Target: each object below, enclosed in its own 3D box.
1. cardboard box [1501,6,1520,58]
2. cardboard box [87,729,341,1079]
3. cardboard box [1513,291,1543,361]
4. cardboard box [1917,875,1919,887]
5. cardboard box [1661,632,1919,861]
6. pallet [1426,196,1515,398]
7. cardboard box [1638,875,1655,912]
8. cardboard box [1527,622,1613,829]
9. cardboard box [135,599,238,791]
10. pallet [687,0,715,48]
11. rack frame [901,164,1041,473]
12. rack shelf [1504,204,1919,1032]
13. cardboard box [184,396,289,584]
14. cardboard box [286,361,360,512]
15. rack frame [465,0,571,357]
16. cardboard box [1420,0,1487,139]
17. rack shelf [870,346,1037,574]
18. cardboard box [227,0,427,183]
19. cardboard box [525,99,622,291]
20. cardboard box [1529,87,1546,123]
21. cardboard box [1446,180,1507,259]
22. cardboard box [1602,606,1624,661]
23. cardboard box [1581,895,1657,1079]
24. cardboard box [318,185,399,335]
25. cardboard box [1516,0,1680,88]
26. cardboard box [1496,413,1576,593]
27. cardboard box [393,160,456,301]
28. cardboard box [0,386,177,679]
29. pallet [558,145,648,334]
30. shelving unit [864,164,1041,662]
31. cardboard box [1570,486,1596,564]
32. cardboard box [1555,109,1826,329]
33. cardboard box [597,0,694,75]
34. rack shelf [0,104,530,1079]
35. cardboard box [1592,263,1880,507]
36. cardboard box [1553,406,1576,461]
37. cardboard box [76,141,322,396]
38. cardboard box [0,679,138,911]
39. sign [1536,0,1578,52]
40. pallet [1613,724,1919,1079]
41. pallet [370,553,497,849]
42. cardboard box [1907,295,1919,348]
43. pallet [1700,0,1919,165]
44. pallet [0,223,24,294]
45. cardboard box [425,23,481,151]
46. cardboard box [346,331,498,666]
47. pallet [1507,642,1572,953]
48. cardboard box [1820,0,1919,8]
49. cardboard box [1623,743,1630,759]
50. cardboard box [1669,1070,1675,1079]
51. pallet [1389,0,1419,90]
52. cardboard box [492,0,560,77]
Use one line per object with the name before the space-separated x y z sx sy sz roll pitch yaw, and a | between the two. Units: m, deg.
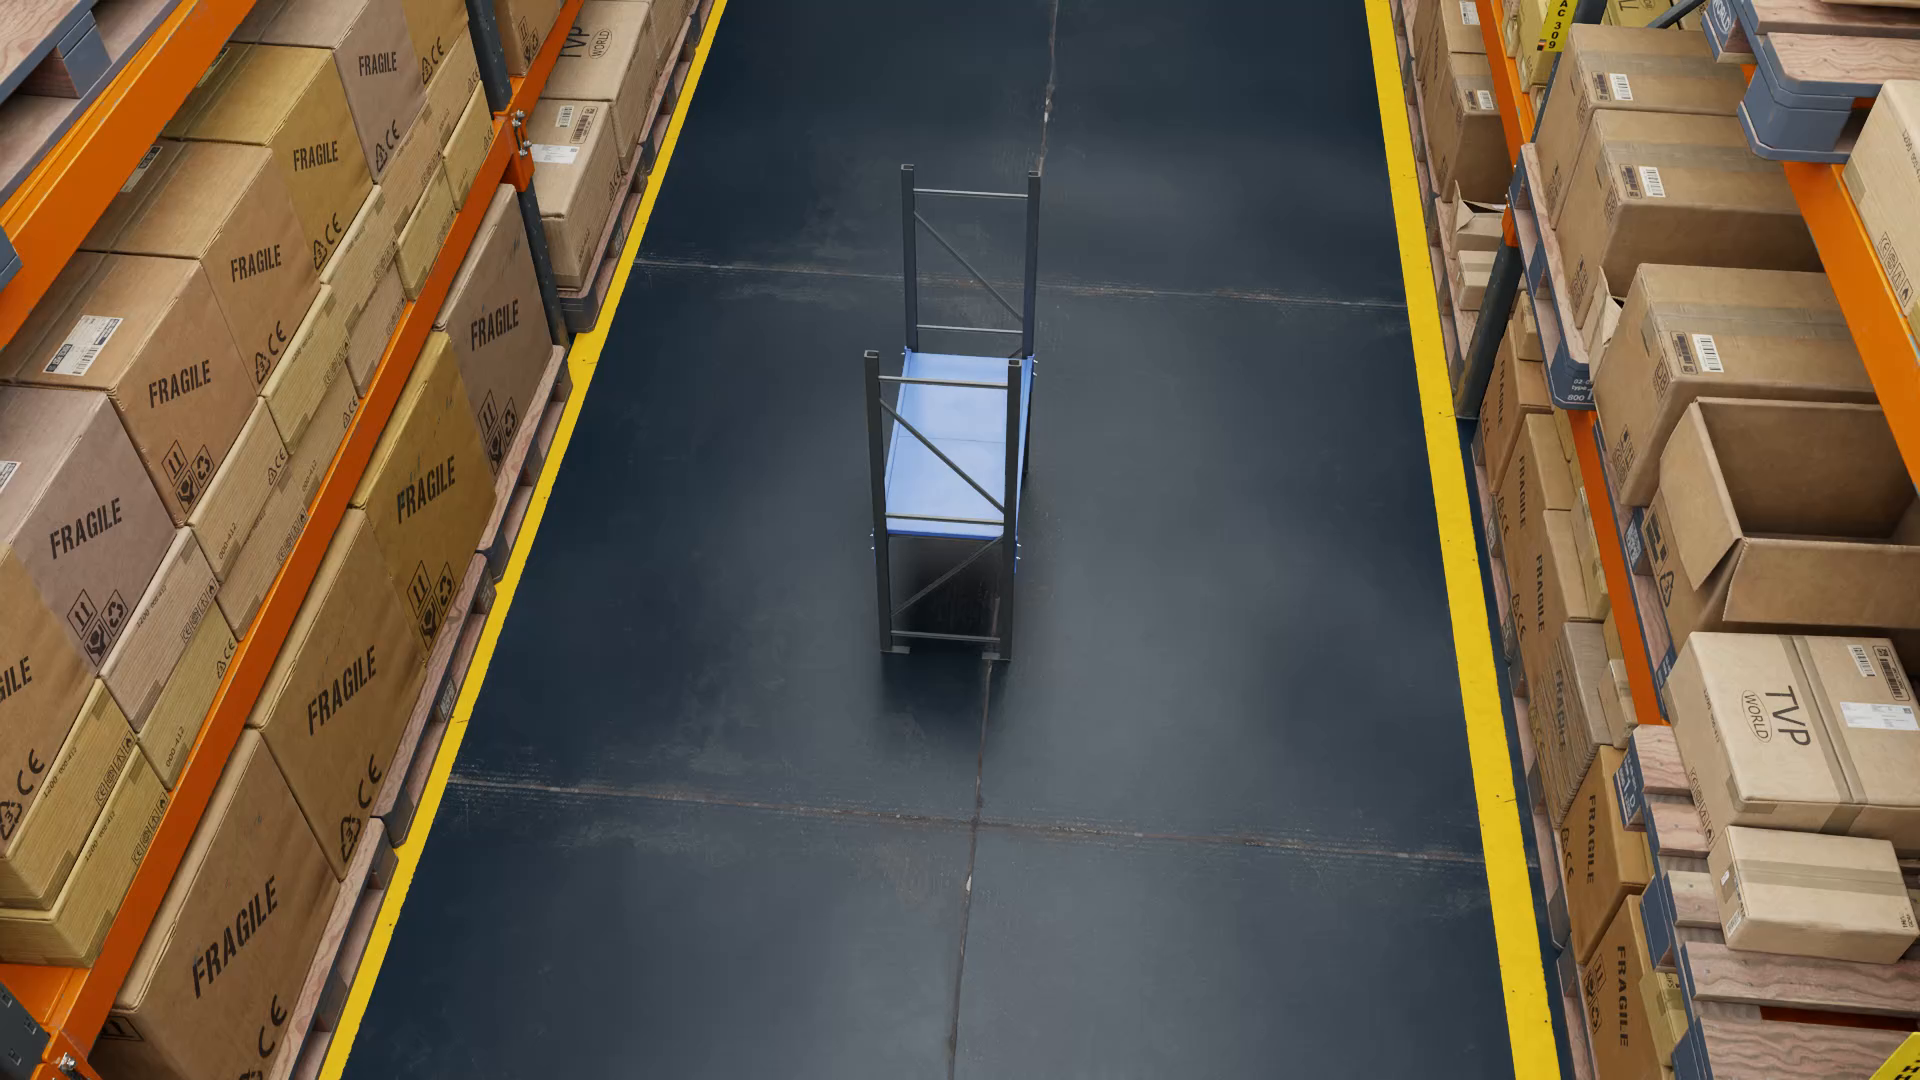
cardboard box | 2.446 -2.100 6.834 0.380 0.149 0.250 5 48 5
cardboard box | -2.495 1.133 4.862 0.875 0.875 0.875 3 48 3
cardboard box | 2.369 -0.820 6.463 0.380 0.149 0.250 6 48 5
cardboard box | 2.505 0.848 3.615 0.500 0.500 0.500 6 48 5
cardboard box | 2.076 0.503 4.100 0.500 0.250 0.500 2 48 2
pallet | 2.730 -1.112 7.650 1.003 0.211 1.213 4 48 4
cardboard box | 2.157 1.101 4.706 0.380 0.149 0.250 2 48 2
cardboard box | 2.257 0.633 5.574 0.500 0.500 0.500 2 48 2
cardboard box | -2.317 0.389 4.489 0.500 0.250 0.500 3 48 2
pallet | -1.907 -3.285 9.637 1.003 0.211 1.213 4 48 4
rack frame | 0.039 -0.817 6.507 0.500 1.500 0.032 4 48 4
rack shelf | 2.484 0.164 5.081 1.077 0.370 4.000 4 48 4
cardboard box | -2.243 -0.159 4.652 0.500 0.250 0.500 4 48 3
cardboard box | -2.222 -0.359 5.173 0.500 0.250 0.500 4 48 4
rack frame | -2.277 -1.879 6.462 1.000 3.000 0.127 4 48 4
cardboard box | 2.617 -2.335 8.289 0.500 0.500 0.500 5 48 4
rack shelf | -0.008 -0.322 6.298 0.538 0.185 1.000 4 48 4
cardboard box | -2.107 -1.525 5.392 0.500 0.500 0.500 5 48 4
cardboard box | -2.112 -1.611 7.668 0.875 0.438 0.875 3 48 3
cardboard box | 2.444 -1.715 6.482 0.380 0.149 0.250 4 48 4
cardboard box | 2.458 -1.459 7.646 0.396 0.266 0.258 5 48 5
cardboard box | 2.317 0.344 5.398 0.380 0.149 0.250 4 48 4
cardboard box | 2.183 1.401 4.872 0.500 0.500 0.500 3 48 3
cardboard box | -2.154 -0.908 5.337 0.500 0.250 0.500 5 48 4
cardboard box | 2.470 -1.989 6.462 0.500 0.250 0.500 5 48 5
cardboard box | 2.360 -0.114 6.257 0.500 0.500 0.500 3 48 3
cardboard box | -2.114 -1.108 5.858 0.500 0.250 0.500 3 48 3
cardboard box | -2.317 -0.022 4.018 0.500 0.500 0.500 4 48 4
pallet | -2.129 -1.492 7.997 1.003 0.211 1.213 4 48 4
shelving unit | -0.008 -0.443 6.165 0.538 1.500 1.048 4 48 4
cardboard box | 2.337 -0.038 5.748 0.380 0.149 0.250 4 48 3
cardboard box | 2.353 -1.003 5.308 0.700 0.500 0.500 4 48 4
cardboard box | -1.948 -2.931 8.876 0.875 0.438 0.875 5 48 5
rack shelf | -2.459 -0.167 5.383 1.077 0.370 4.000 4 48 4
cardboard box | 2.281 -0.426 4.781 0.700 0.500 0.500 4 48 3
cardboard box | 2.409 -0.422 6.099 0.380 0.149 0.250 2 48 2
cardboard box | -2.205 -0.772 4.704 0.500 0.500 0.500 5 48 4
cardboard box | -2.349 0.586 3.970 0.500 0.250 0.500 4 48 3
sign | 2.126 -1.871 5.868 0.100 0.325 0.005 4 48 4
pallet | 2.294 0.953 4.002 1.213 0.211 1.003 4 48 4
pallet | -2.380 0.533 6.146 1.003 0.211 1.213 4 48 4
cardboard box | 2.152 -0.334 3.117 0.500 0.250 0.500 4 48 4
pallet | 2.446 -1.261 3.991 1.213 0.211 1.003 4 48 4
pallet | -2.635 -0.365 3.173 1.213 0.211 1.003 6 48 5
cardboard box | -2.075 -1.657 6.022 0.500 0.250 0.500 4 48 3
cardboard box | -2.328 -0.179 6.062 0.875 0.875 0.875 5 48 5
pallet | 2.522 0.892 5.817 1.003 0.211 1.213 4 48 4
cardboard box | 2.129 -1.327 3.742 0.380 0.149 0.250 5 48 4
cardboard box | 2.248 0.726 5.048 0.380 0.149 0.250 3 48 3
cardboard box | 2.095 1.494 4.347 0.380 0.149 0.250 2 48 2
pallet | 2.953 -2.905 9.290 1.003 0.211 1.213 4 48 4
cardboard box | -1.973 -2.240 6.725 0.500 0.500 0.500 5 48 5
